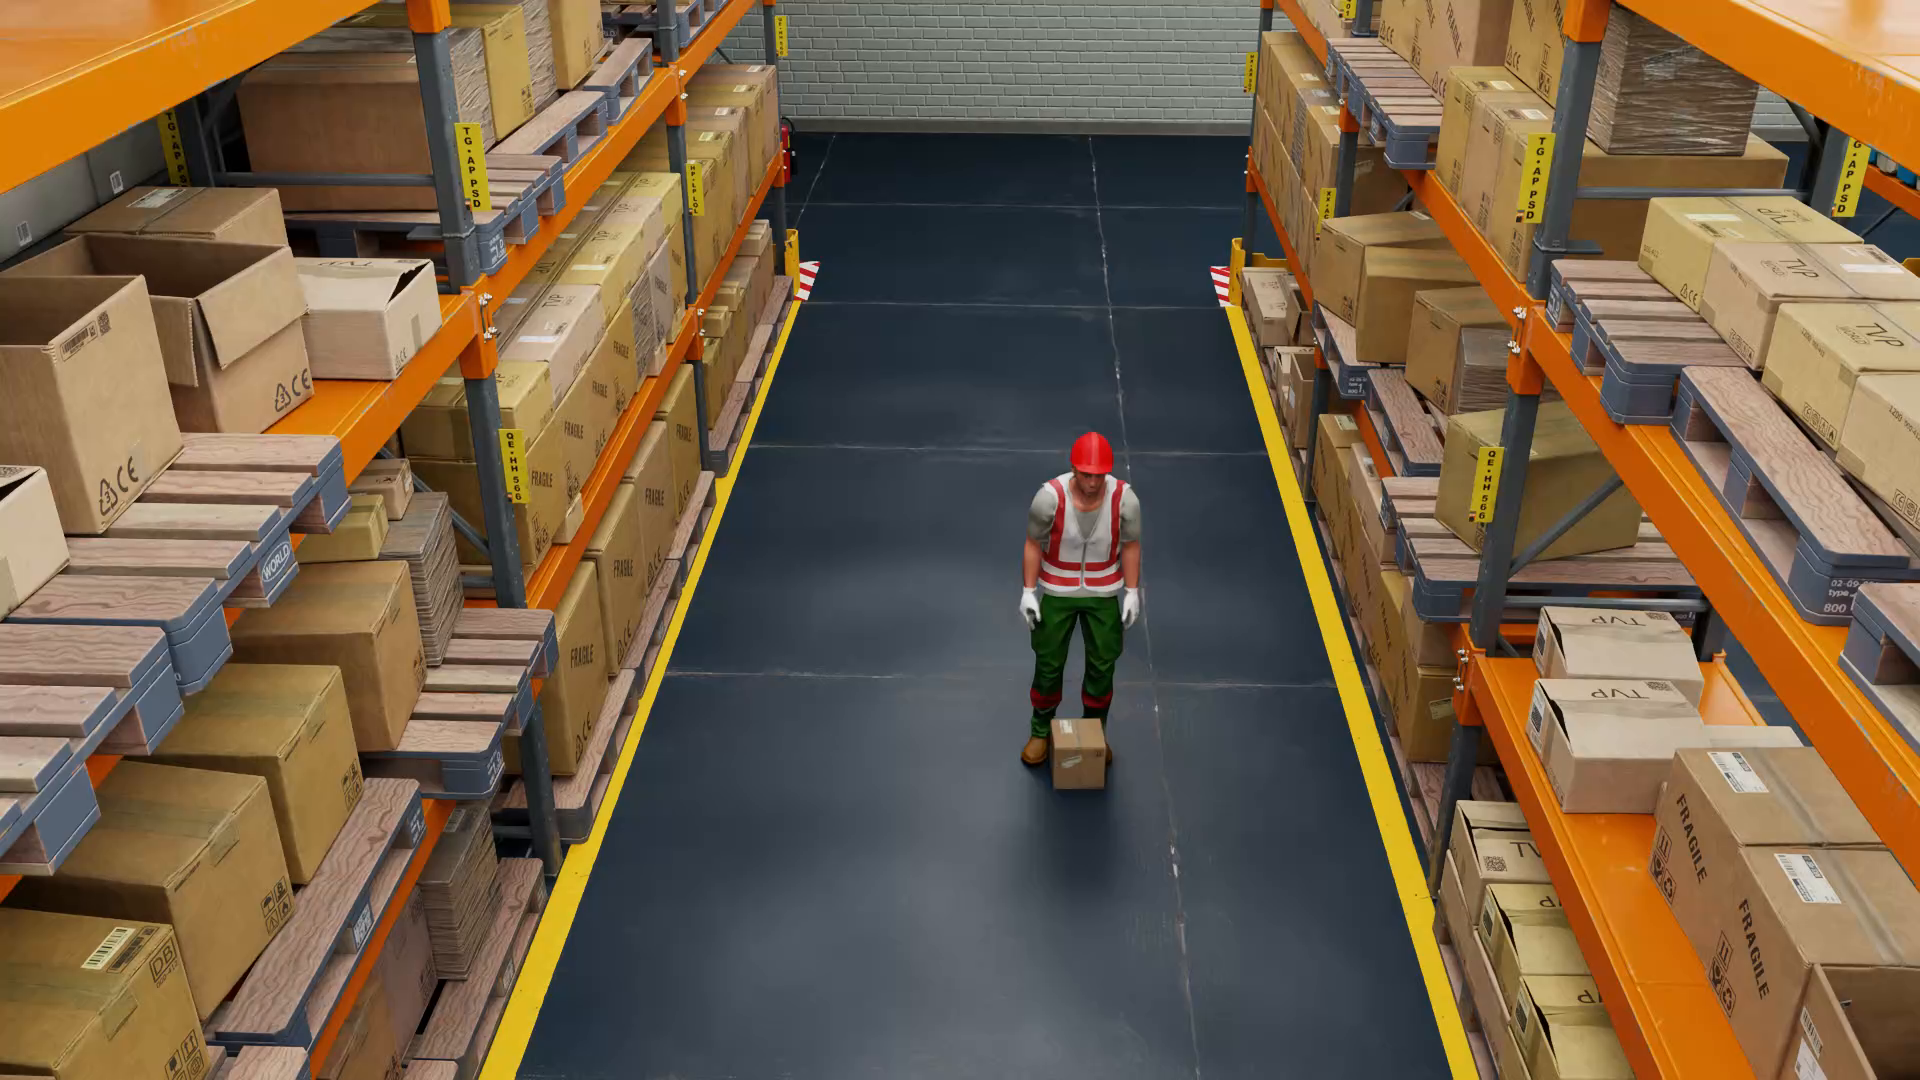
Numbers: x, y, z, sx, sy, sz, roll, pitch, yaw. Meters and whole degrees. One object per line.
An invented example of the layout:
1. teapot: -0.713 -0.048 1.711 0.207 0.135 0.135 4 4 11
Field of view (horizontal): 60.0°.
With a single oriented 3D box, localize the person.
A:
1. person: 0.585 0.277 8.077 0.592 1.778 0.447 0 28 0
